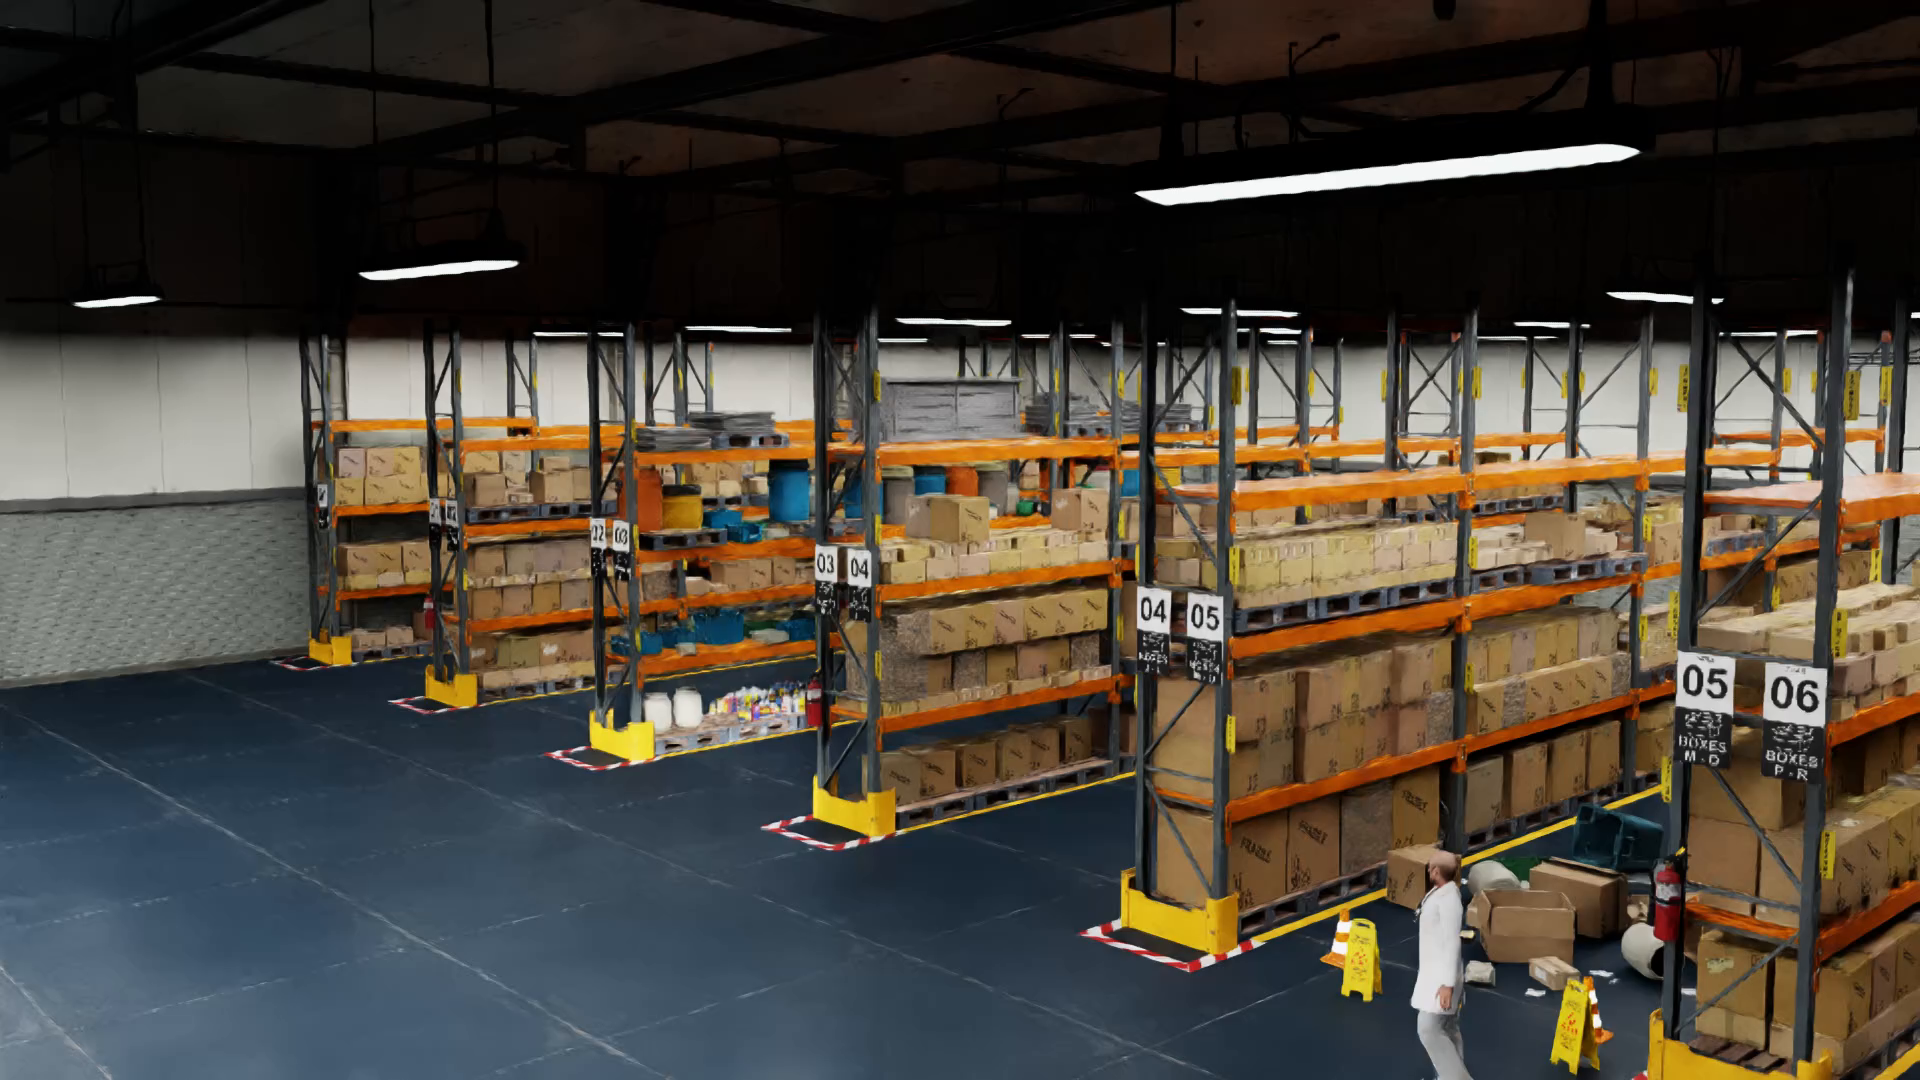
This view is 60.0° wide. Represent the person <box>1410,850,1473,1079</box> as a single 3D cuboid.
[{"bbox_3d":[3.424,3.088,11.759,0.454,1.773,0.687,2,6,15],"label":"person"}]
